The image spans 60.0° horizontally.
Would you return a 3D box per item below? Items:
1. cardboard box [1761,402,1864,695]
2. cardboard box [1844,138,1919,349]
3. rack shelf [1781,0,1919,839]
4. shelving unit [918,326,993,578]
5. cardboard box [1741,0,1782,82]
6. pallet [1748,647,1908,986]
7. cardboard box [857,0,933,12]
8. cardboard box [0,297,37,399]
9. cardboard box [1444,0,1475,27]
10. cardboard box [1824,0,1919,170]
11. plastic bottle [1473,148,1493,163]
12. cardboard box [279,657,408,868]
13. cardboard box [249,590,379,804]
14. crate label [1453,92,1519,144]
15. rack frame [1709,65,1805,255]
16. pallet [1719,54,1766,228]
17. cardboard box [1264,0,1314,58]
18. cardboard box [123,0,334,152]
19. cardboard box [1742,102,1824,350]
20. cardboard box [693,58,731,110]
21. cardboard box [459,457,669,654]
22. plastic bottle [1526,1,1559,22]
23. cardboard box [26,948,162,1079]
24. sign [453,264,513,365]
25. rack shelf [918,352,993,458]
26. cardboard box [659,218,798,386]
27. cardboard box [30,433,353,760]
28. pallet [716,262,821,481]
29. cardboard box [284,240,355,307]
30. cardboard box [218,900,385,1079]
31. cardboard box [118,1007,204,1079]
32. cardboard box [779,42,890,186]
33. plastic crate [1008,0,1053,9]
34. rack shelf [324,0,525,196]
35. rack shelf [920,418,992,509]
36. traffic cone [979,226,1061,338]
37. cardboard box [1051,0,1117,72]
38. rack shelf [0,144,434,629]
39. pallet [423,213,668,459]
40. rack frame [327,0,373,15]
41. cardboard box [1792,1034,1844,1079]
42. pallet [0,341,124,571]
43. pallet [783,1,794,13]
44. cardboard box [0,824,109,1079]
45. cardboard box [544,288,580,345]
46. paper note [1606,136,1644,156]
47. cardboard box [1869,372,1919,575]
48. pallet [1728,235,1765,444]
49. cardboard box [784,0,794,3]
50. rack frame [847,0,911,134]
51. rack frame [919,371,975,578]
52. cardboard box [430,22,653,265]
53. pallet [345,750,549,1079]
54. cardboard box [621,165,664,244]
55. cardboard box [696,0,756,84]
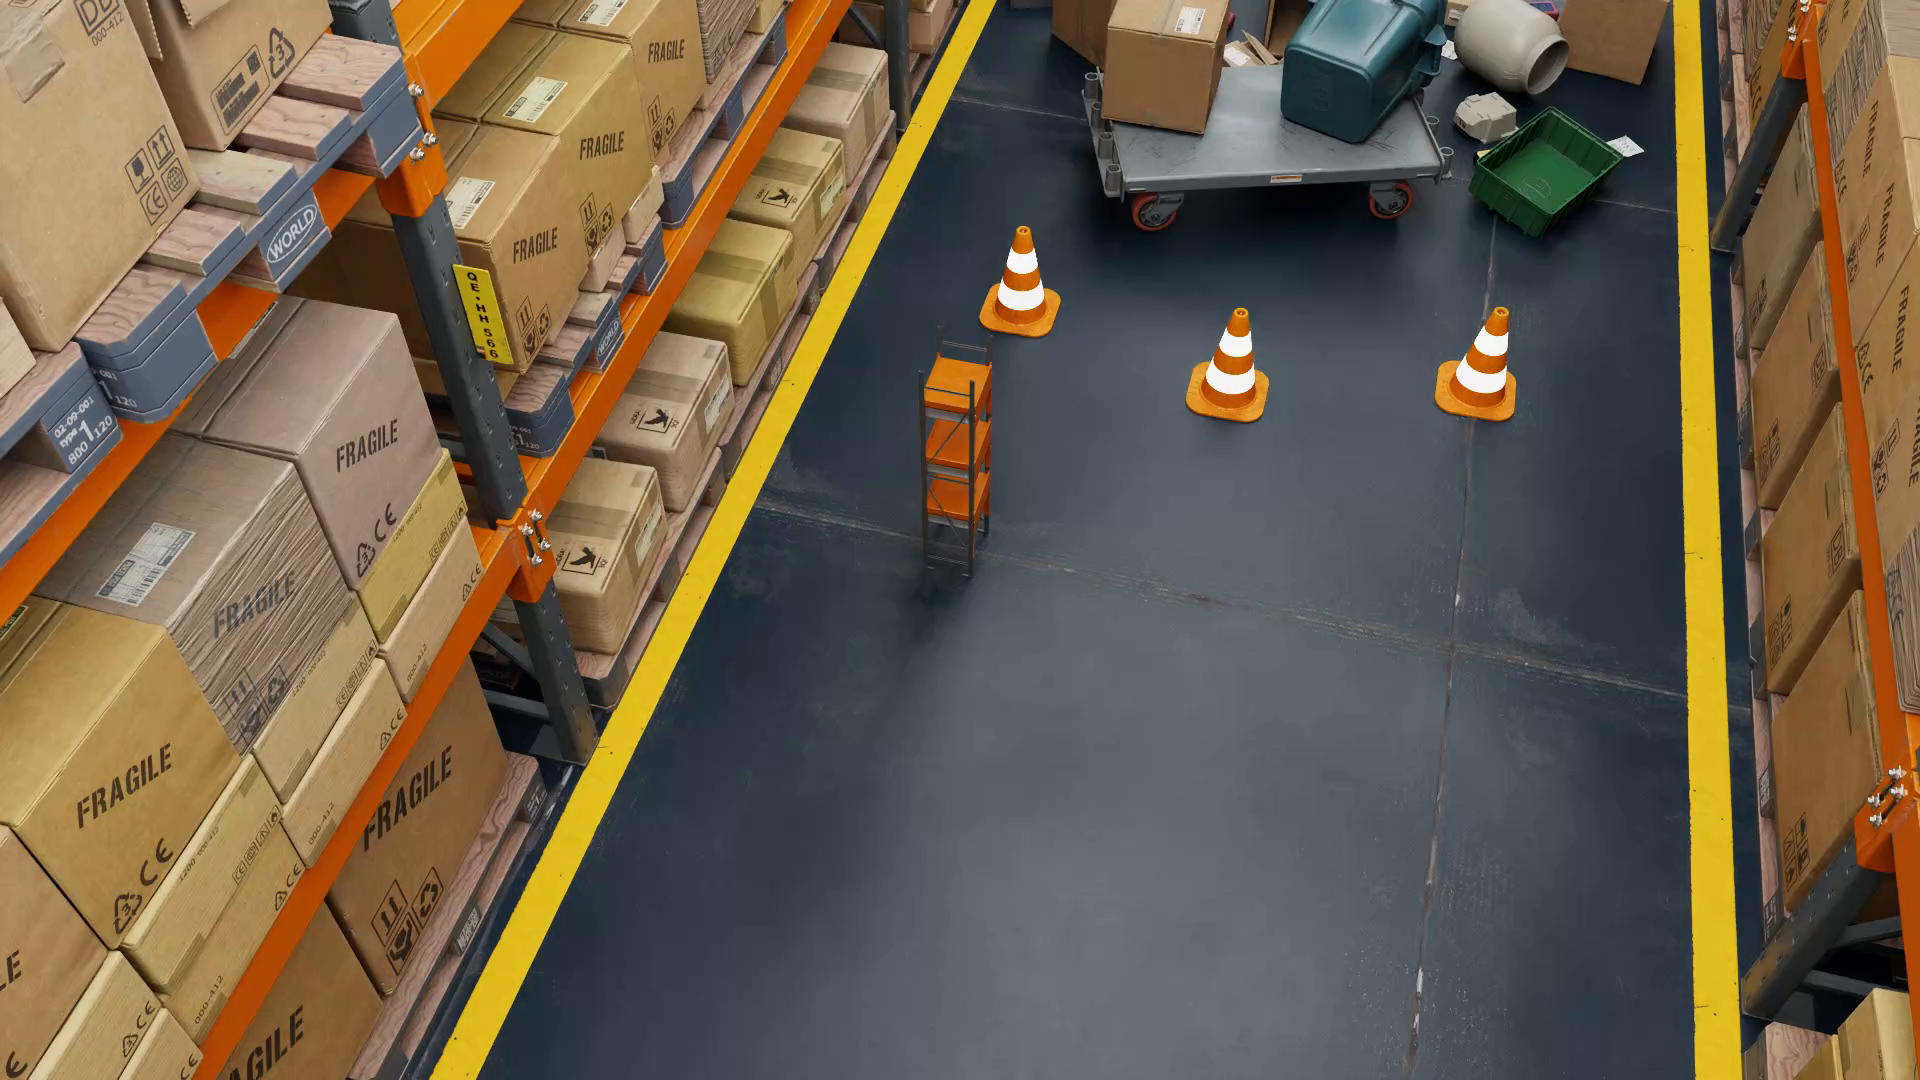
[{"bbox_3d":[3.473,0.134,5.771,1.050,0.750,0.750,12,50,11],"label":"cardboard box"},{"bbox_3d":[3.254,-0.922,5.415,0.500,0.500,0.500,12,50,11],"label":"cardboard box"},{"bbox_3d":[3.526,-0.625,5.699,1.077,0.370,4.000,12,50,10],"label":"rack shelf"},{"bbox_3d":[-0.014,-0.309,6.241,0.215,1.050,0.252,12,50,10],"label":"shelving unit"},{"bbox_3d":[4.519,-2.839,8.311,0.875,0.875,0.875,12,50,10],"label":"cardboard box"},{"bbox_3d":[3.280,0.951,5.689,1.003,0.211,1.213,12,50,10],"label":"pallet"},{"bbox_3d":[-0.334,-3.064,8.426,0.500,0.500,0.500,14,50,12],"label":"cardboard box"},{"bbox_3d":[-1.827,-0.342,2.779,0.396,0.266,0.258,10,49,9],"label":"cardboard box"},{"bbox_3d":[2.728,-3.011,9.150,0.396,0.266,0.258,19,51,16],"label":"cardboard box"},{"bbox_3d":[3.522,-1.650,6.058,0.500,0.500,0.500,12,50,10],"label":"cardboard box"},{"bbox_3d":[2.669,-1.835,8.247,0.133,0.061,0.283,-11,50,-10],"label":"plastic bottle"},{"bbox_3d":[-1.805,0.519,4.310,0.500,0.250,0.500,12,50,11],"label":"cardboard box"},{"bbox_3d":[-1.816,0.336,4.138,0.500,0.250,0.500,10,49,9],"label":"cardboard box"},{"bbox_3d":[2.683,-2.162,8.486,0.298,0.136,0.250,-19,51,-16],"label":"crate label"},{"bbox_3d":[4.052,-2.309,6.706,1.000,3.000,0.127,12,50,10],"label":"rack frame"},{"bbox_3d":[4.328,-1.921,8.224,1.003,0.211,1.213,12,50,10],"label":"pallet"},{"bbox_3d":[2.045,-2.877,8.782,0.797,0.637,0.503,12,50,10],"label":"cardboard box"},{"bbox_3d":[-1.756,-1.183,3.363,0.797,0.503,0.637,9,49,8],"label":"cardboard box"},{"bbox_3d":[3.976,-1.237,6.981,1.050,0.750,0.750,11,50,10],"label":"cardboard box"},{"bbox_3d":[-1.066,-1.734,6.086,0.380,0.149,0.250,13,50,11],"label":"cardboard box"},{"bbox_3d":[-1.644,0.004,6.137,0.950,0.372,0.625,9,49,7],"label":"cardboard box"},{"bbox_3d":[3.153,-2.920,9.205,0.283,0.061,0.133,-4,49,-3],"label":"plastic bottle"},{"bbox_3d":[-2.068,1.086,3.476,0.500,0.250,0.500,10,49,9],"label":"cardboard box"},{"bbox_3d":[-1.266,-0.596,4.422,0.100,0.325,0.005,12,50,10],"label":"sign"},{"bbox_3d":[-0.014,-0.489,6.036,0.215,0.259,0.240,12,50,10],"label":"rack shelf"},{"bbox_3d":[-1.253,-1.079,7.093,0.950,0.372,0.625,13,50,11],"label":"cardboard box"},{"bbox_3d":[-1.813,0.114,3.834,0.500,0.500,0.500,12,50,11],"label":"cardboard box"},{"bbox_3d":[-1.272,-0.842,7.271,1.003,0.211,1.213,12,50,10],"label":"pallet"},{"bbox_3d":[-1.951,-0.974,4.983,0.500,0.500,0.500,10,49,9],"label":"cardboard box"},{"bbox_3d":[-2.303,1.372,4.595,0.875,0.875,0.875,12,50,10],"label":"cardboard box"},{"bbox_3d":[-2.059,1.255,3.661,0.500,0.250,0.500,11,49,9],"label":"cardboard box"},{"bbox_3d":[-0.885,-2.103,7.997,0.950,0.372,0.625,12,50,11],"label":"cardboard box"},{"bbox_3d":[0.454,-3.221,9.458,0.402,0.080,0.583,-4,49,-3],"label":"plastic crate"},{"bbox_3d":[-1.276,-2.521,5.372,1.077,0.370,4.000,12,50,10],"label":"rack shelf"},{"bbox_3d":[-0.014,-0.302,6.249,0.215,0.259,0.240,12,50,10],"label":"rack shelf"},{"bbox_3d":[0.274,-1.201,7.420,0.336,0.463,0.334,12,50,10],"label":"traffic cone"},{"bbox_3d":[0.845,-2.893,8.887,0.500,0.500,0.500,-27,54,-22],"label":"cardboard box"},{"bbox_3d":[-2.329,0.372,2.819,1.077,0.370,4.000,12,50,10],"label":"rack shelf"},{"bbox_3d":[-1.718,-0.793,5.496,1.213,0.211,1.003,12,50,10],"label":"pallet"},{"bbox_3d":[-1.803,-2.305,2.701,1.000,3.000,0.127,12,50,10],"label":"rack frame"},{"bbox_3d":[2.567,1.733,4.526,0.500,0.500,0.500,10,49,8],"label":"cardboard box"},{"bbox_3d":[-2.212,0.036,2.762,1.003,0.211,1.213,14,50,12],"label":"pallet"},{"bbox_3d":[-1.091,-2.626,7.113,1.003,0.211,1.213,12,50,10],"label":"pallet"},{"bbox_3d":[-2.091,0.837,3.196,0.500,0.500,0.500,11,49,9],"label":"cardboard box"},{"bbox_3d":[-1.431,-0.772,5.237,0.380,0.149,0.250,9,49,8],"label":"cardboard box"},{"bbox_3d":[3.356,-1.992,8.406,0.147,0.020,0.142,-19,51,-16],"label":"paper note"},{"bbox_3d":[2.992,-0.188,4.768,0.500,0.500,0.500,12,50,10],"label":"cardboard box"},{"bbox_3d":[3.922,-0.814,7.246,1.003,0.211,1.213,12,50,10],"label":"pallet"},{"bbox_3d":[-0.802,-2.277,6.565,0.380,0.149,0.250,12,50,10],"label":"cardboard box"},{"bbox_3d":[-0.750,-3.213,7.504,1.000,3.000,0.127,12,50,10],"label":"rack frame"},{"bbox_3d":[-0.046,-0.220,6.163,0.200,1.050,0.008,12,50,10],"label":"rack frame"},{"bbox_3d":[-1.331,-1.249,5.225,0.500,0.500,0.500,14,50,12],"label":"cardboard box"},{"bbox_3d":[-2.083,1.158,5.506,1.003,0.211,1.213,12,50,10],"label":"pallet"},{"bbox_3d":[-1.222,-1.156,5.576,0.380,0.149,0.250,12,50,10],"label":"cardboard box"},{"bbox_3d":[-1.058,-1.994,5.883,0.500,0.500,0.500,10,49,9],"label":"cardboard box"}]
